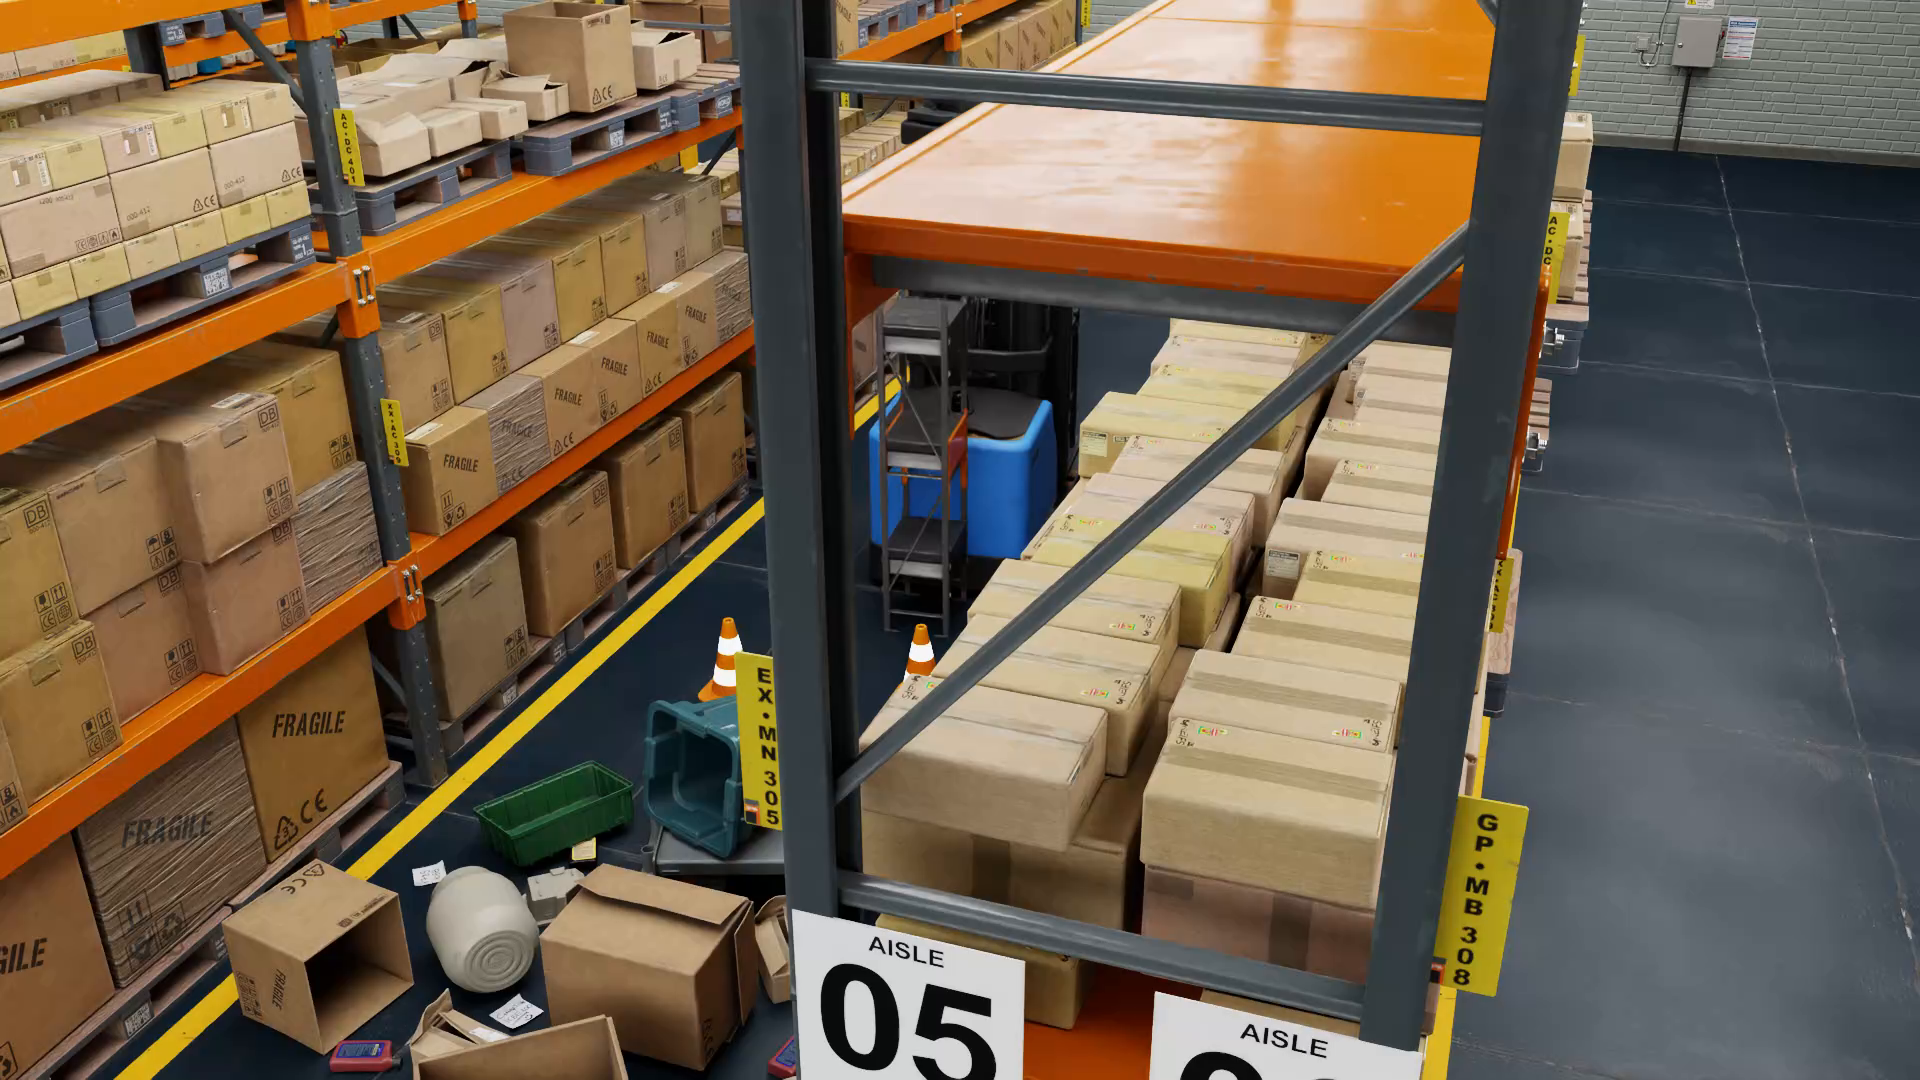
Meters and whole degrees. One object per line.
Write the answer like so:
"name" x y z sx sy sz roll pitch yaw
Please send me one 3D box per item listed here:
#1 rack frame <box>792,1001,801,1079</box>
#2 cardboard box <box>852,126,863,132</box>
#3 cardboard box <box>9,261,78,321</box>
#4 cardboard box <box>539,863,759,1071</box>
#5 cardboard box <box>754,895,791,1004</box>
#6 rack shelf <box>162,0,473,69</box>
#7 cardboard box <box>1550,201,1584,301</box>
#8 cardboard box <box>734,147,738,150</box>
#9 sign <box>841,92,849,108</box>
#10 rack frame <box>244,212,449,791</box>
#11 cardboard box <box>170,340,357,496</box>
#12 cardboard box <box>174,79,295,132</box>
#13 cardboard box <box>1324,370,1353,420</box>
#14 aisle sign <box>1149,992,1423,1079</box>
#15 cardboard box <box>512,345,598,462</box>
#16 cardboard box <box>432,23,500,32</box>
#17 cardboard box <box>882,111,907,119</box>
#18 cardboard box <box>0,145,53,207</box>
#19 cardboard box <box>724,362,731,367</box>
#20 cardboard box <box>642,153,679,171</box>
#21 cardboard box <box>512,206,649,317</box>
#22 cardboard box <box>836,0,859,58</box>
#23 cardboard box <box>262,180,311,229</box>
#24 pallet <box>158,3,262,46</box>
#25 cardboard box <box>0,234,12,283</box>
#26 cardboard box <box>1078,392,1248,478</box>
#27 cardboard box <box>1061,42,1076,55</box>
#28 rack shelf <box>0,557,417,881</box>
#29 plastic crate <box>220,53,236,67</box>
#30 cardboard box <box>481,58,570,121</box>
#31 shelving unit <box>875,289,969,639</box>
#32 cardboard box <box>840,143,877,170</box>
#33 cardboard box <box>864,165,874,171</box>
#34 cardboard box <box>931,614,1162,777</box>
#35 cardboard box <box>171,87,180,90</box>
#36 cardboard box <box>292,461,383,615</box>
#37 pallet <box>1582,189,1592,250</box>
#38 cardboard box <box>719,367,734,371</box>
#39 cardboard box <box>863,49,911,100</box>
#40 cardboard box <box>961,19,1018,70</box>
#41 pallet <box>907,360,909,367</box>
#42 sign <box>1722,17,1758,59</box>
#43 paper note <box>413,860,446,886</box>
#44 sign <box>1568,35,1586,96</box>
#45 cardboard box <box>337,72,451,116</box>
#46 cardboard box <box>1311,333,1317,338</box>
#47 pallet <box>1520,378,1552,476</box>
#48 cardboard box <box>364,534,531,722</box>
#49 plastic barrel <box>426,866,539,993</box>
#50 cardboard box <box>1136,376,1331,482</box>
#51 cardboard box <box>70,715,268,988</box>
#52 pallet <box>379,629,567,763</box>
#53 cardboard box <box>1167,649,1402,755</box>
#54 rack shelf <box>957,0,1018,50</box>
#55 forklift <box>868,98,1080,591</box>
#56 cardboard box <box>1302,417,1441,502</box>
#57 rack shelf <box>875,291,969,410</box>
"rack frame" 0.209 2.166 3.335 1.000 3.000 0.127 9 27 17
"cardboard box" -1.064 -3.557 14.619 0.380 0.149 0.250 9 27 18
"cardboard box" -3.404 -0.906 5.928 0.380 0.149 0.250 8 27 17
"cardboard box" -1.291 1.754 6.895 0.797 0.637 0.503 9 27 17
"cardboard box" -0.755 1.776 7.278 0.258 0.266 0.396 -9 27 -18
"rack shelf" -5.809 -4.407 14.294 1.077 0.370 4.000 9 27 17
"cardboard box" 2.112 -1.132 6.394 0.500 0.250 0.500 8 27 16
"cardboard box" -1.580 -3.048 13.227 0.380 0.149 0.250 10 27 19
"sign" -1.014 -3.907 14.885 0.100 0.325 0.005 9 27 17
"rack frame" -3.162 -0.155 8.127 1.000 3.000 0.127 9 27 17
"cardboard box" -3.317 -0.561 7.556 0.875 0.550 0.550 9 27 17
"cardboard box" -2.983 -1.788 6.835 0.380 0.149 0.250 9 27 17
"cardboard box" 1.296 -0.259 4.732 0.500 0.250 0.500 8 27 17
"aisle sign" 0.481 1.066 2.623 0.394 0.787 0.004 9 27 17
"cardboard box" -2.397 -0.789 9.323 0.500 0.500 0.500 9 27 17
"cardboard box" -5.072 -5.040 17.187 0.500 0.500 0.500 9 27 18
"cardboard box" -0.449 -3.593 14.352 0.380 0.149 0.250 10 28 20
"cardboard box" -3.403 -1.269 5.764 0.380 0.149 0.250 8 27 17
"cardboard box" -1.850 -1.519 12.471 0.500 0.250 0.500 8 27 16
"cardboard box" -3.950 -4.805 19.688 0.875 0.875 0.875 9 27 17
"cardboard box" -2.325 -1.691 10.039 0.700 0.500 0.500 8 27 17
"cardboard box" -1.068 -3.802 12.104 0.500 0.500 0.500 9 27 17
"cardboard box" -2.981 -1.429 7.010 0.380 0.149 0.250 9 27 17
"pallet" -6.310 -4.097 13.043 1.213 0.211 1.003 10 28 20
"cardboard box" -3.587 -0.945 5.551 0.500 0.250 0.500 9 27 17
"cardboard box" 0.522 -0.247 4.250 0.380 0.149 0.250 9 27 19
"cardboard box" 0.925 -5.043 17.767 0.500 0.500 0.500 9 27 18
"rack shelf" -3.827 0.991 6.586 1.077 0.370 4.000 9 27 17
"plastic crate" -8.844 -5.753 19.923 0.298 0.136 0.250 9 27 17
"cardboard box" -2.339 -2.416 8.914 0.396 0.266 0.258 9 27 17
"shelving unit" -0.210 -0.474 9.815 0.431 2.100 0.503 6 27 12
"cardboard box" -0.883 -3.057 13.246 0.380 0.149 0.250 8 27 15
"cardboard box" -0.881 -2.918 13.299 0.380 0.149 0.250 9 27 18
"cardboard box" 0.165 0.287 3.145 0.380 0.149 0.250 9 27 18
"cardboard box" -6.216 -3.354 13.469 0.797 0.503 0.637 10 27 19
"cardboard box" -3.273 -0.069 7.778 0.875 0.550 0.550 9 27 17
"pallet" 2.188 -1.409 7.491 1.213 0.211 1.003 9 27 17
"cardboard box" -1.858 -1.171 12.612 0.500 0.500 0.500 9 27 17
"cardboard box" -0.598 -4.303 15.093 0.500 0.500 0.500 8 27 16
"cardboard box" 0.235 -4.639 15.786 0.500 0.500 0.500 9 27 18
"pallet" -0.757 -1.867 14.864 1.003 0.211 1.213 9 27 17
"sign" 9.855 -6.336 21.004 0.329 0.494 0.001 9 27 17
"paper note" -2.531 1.589 7.932 0.147 0.020 0.142 -9 27 -18
"sign" 3.382 -2.625 9.195 0.100 0.325 0.005 9 27 17
"cardboard box" -2.958 -2.210 8.507 0.500 0.250 0.500 9 27 17
"cardboard box" 0.972 -0.774 5.337 0.380 0.149 0.250 8 27 16
"pallet" 2.734 -0.727 9.530 1.213 0.211 1.003 9 27 17
"cardboard box" -3.040 0.401 9.080 1.050 0.750 0.750 9 27 17
"plastic barrel" -2.093 1.694 7.266 0.421 0.421 0.512 -14 29 -27
"cardboard box" 0.794 -0.336 4.891 0.500 0.250 0.500 9 27 18
"cardboard box" -3.733 1.232 7.220 0.875 0.875 0.875 9 27 18
"pallet" -2.976 0.772 9.412 1.003 0.211 1.213 9 27 17
"cardboard box" 0.588 0.347 3.022 0.380 0.149 0.250 9 27 17
"rack shelf" 0.166 -5.290 16.118 1.077 0.370 4.000 9 27 17
"forklift" 0.255 -1.600 11.191 1.130 2.935 3.031 6 26 12
"cardboard box" 1.055 -0.168 4.085 0.380 0.149 0.250 9 27 19
"rack shelf" -0.211 -1.090 9.512 0.431 0.518 0.480 6 27 12
